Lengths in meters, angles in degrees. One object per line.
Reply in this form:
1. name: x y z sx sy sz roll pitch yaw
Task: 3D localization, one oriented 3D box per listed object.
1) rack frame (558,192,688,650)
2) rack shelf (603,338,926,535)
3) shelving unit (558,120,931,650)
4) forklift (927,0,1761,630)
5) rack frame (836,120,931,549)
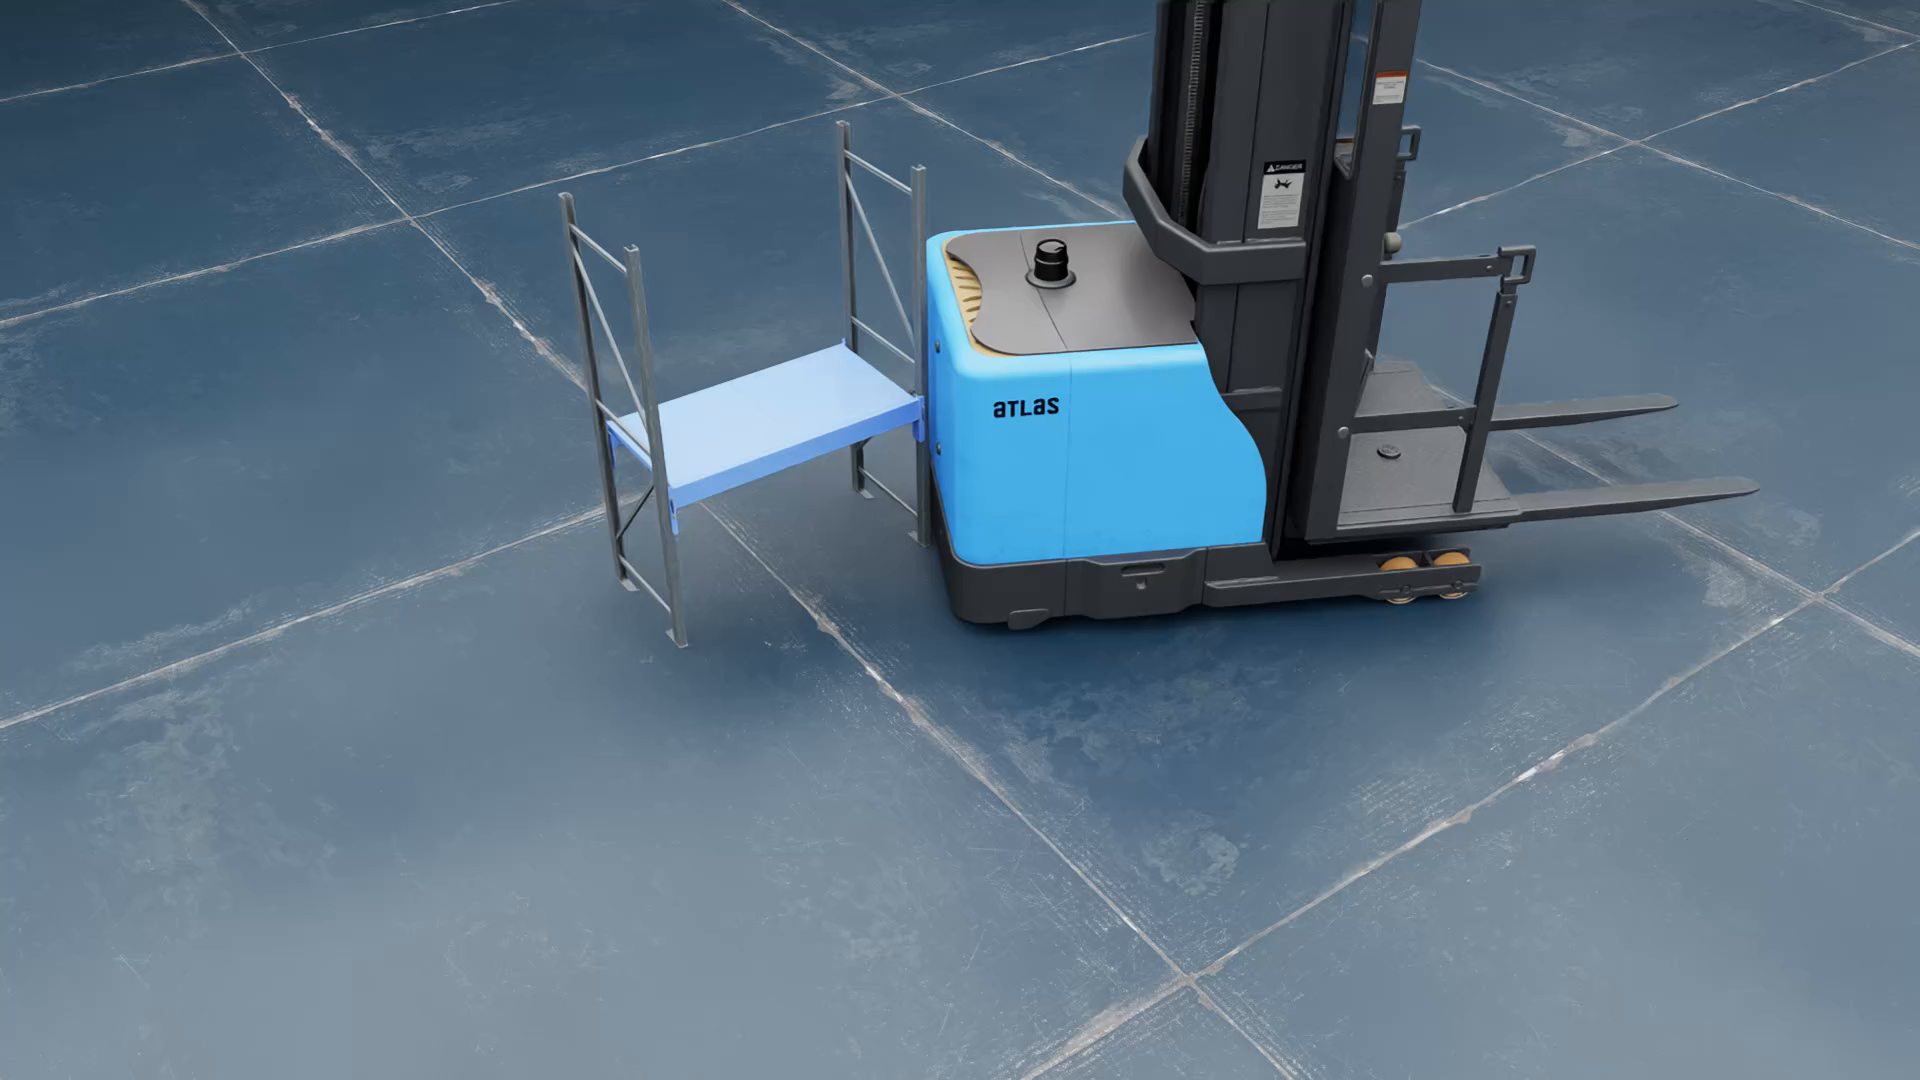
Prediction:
1. rack frame: -1.095 -0.355 5.459 0.032 1.500 0.500 -23 41 -28
2. rack shelf: -0.681 -0.381 5.803 1.000 0.185 0.538 -23 41 -28
3. shelving unit: -0.681 -0.527 5.698 1.048 1.500 0.538 -23 41 -28
4. forklift: 1.409 -1.264 5.498 3.031 2.935 1.130 -5 36 -7
5. rack frame: -0.266 -0.699 5.938 0.032 1.500 0.500 -23 41 -28
